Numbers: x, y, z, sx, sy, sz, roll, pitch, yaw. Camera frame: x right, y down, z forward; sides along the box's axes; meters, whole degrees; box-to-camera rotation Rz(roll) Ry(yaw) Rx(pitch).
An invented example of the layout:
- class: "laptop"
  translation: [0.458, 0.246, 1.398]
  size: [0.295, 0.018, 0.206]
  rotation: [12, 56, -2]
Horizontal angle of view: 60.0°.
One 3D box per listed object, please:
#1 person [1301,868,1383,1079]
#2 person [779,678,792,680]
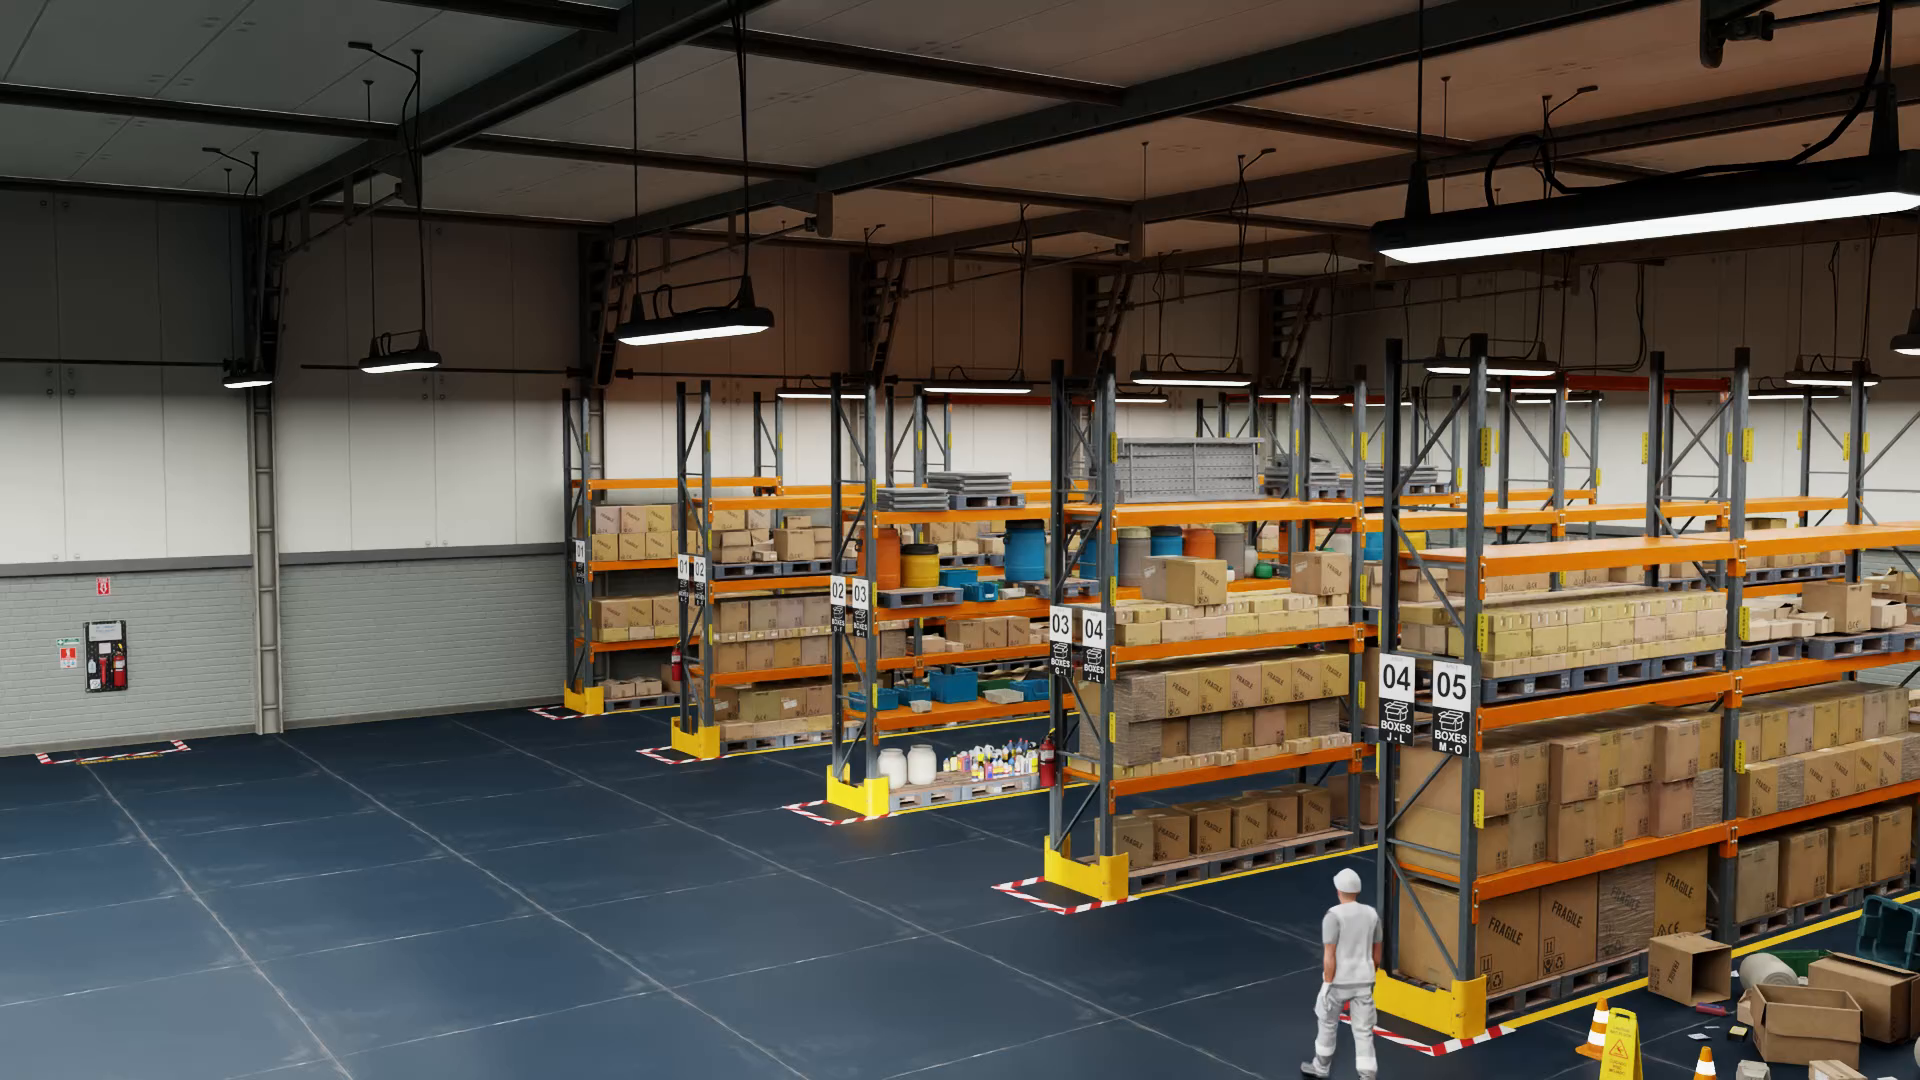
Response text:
- class: "person"
  translation: [3.023, 3.435, 13.014]
  size: [0.576, 1.741, 0.924]
  rotation: [-1, 4, -9]
- class: "person"
  translation: [-3.055, 2.421, 29.936]
  size: [0.479, 1.632, 0.928]
  rotation: [3, 5, 40]
